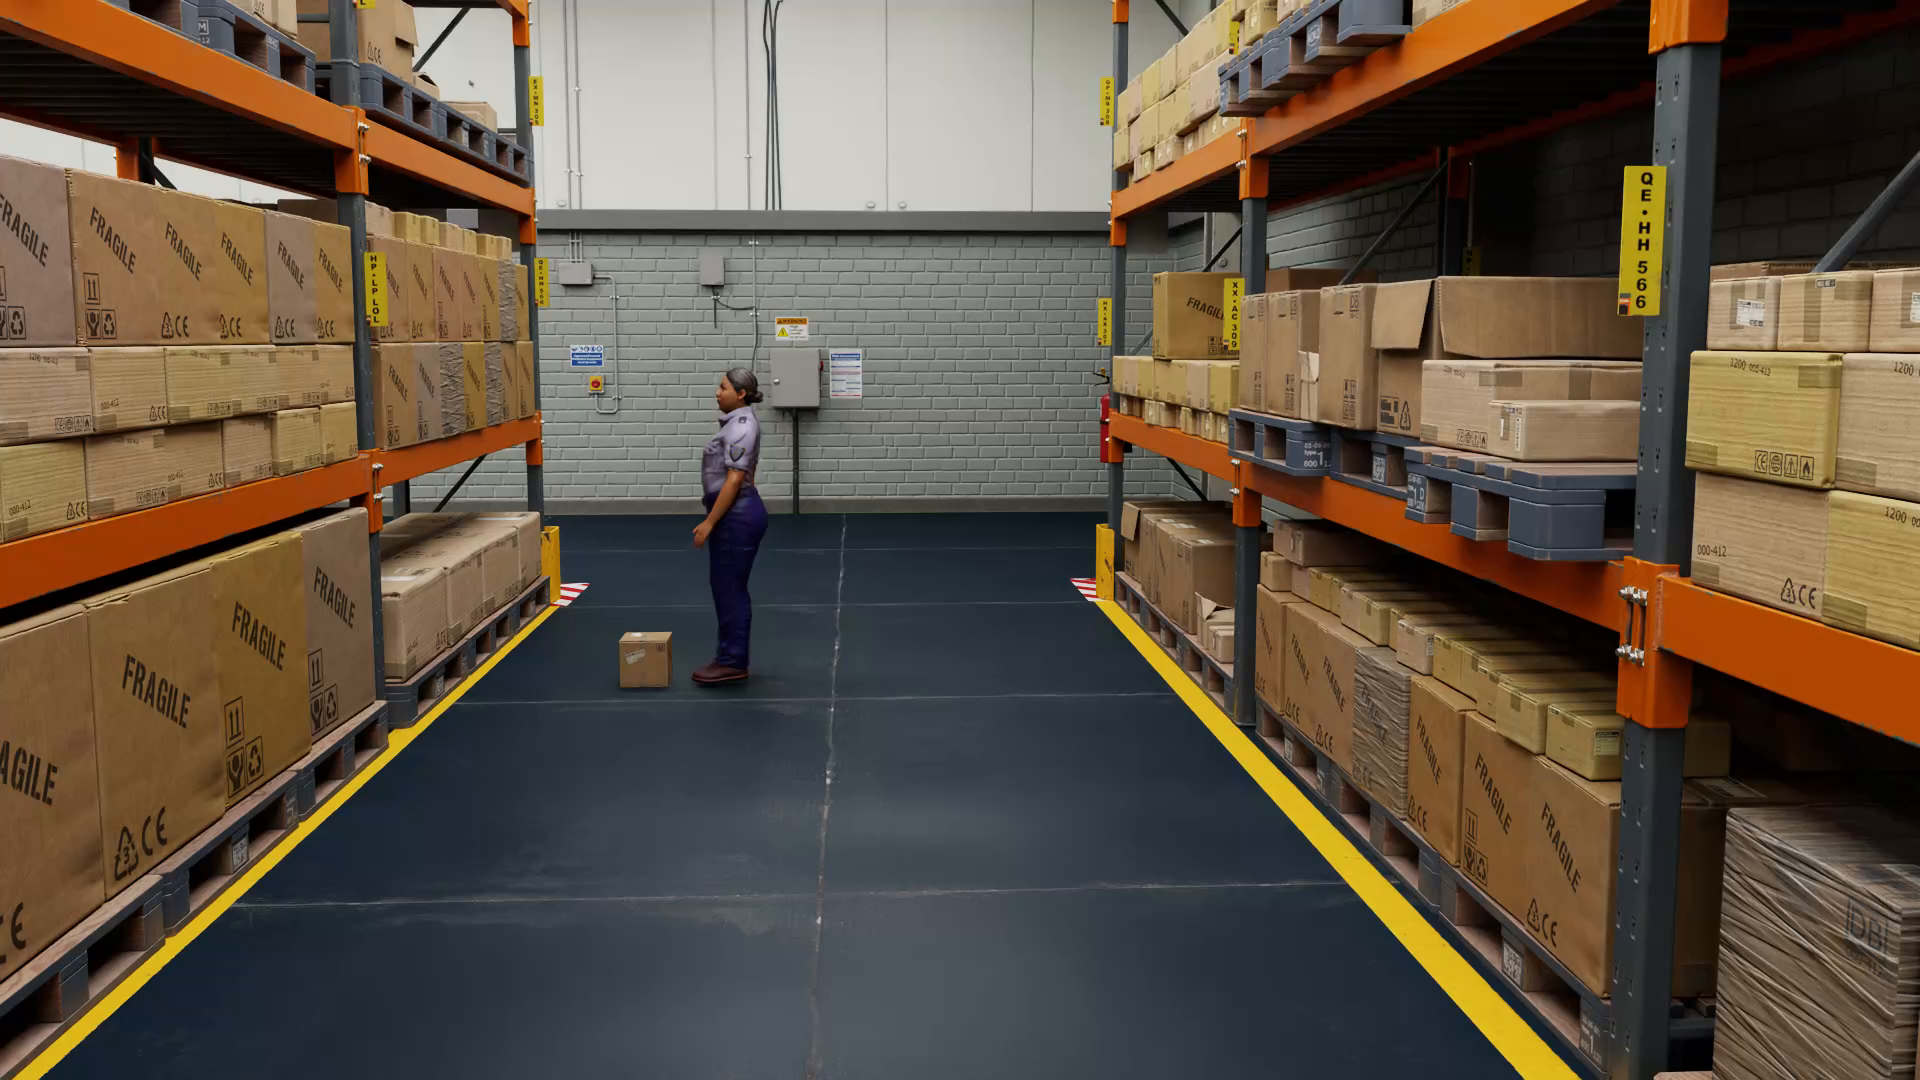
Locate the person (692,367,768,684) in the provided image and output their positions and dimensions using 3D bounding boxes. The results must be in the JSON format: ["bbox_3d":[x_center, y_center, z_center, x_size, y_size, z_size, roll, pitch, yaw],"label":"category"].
[{"bbox_3d":[-1.228,-0.065,8.789,0.417,1.689,0.526,0,7,-4],"label":"person"}]
